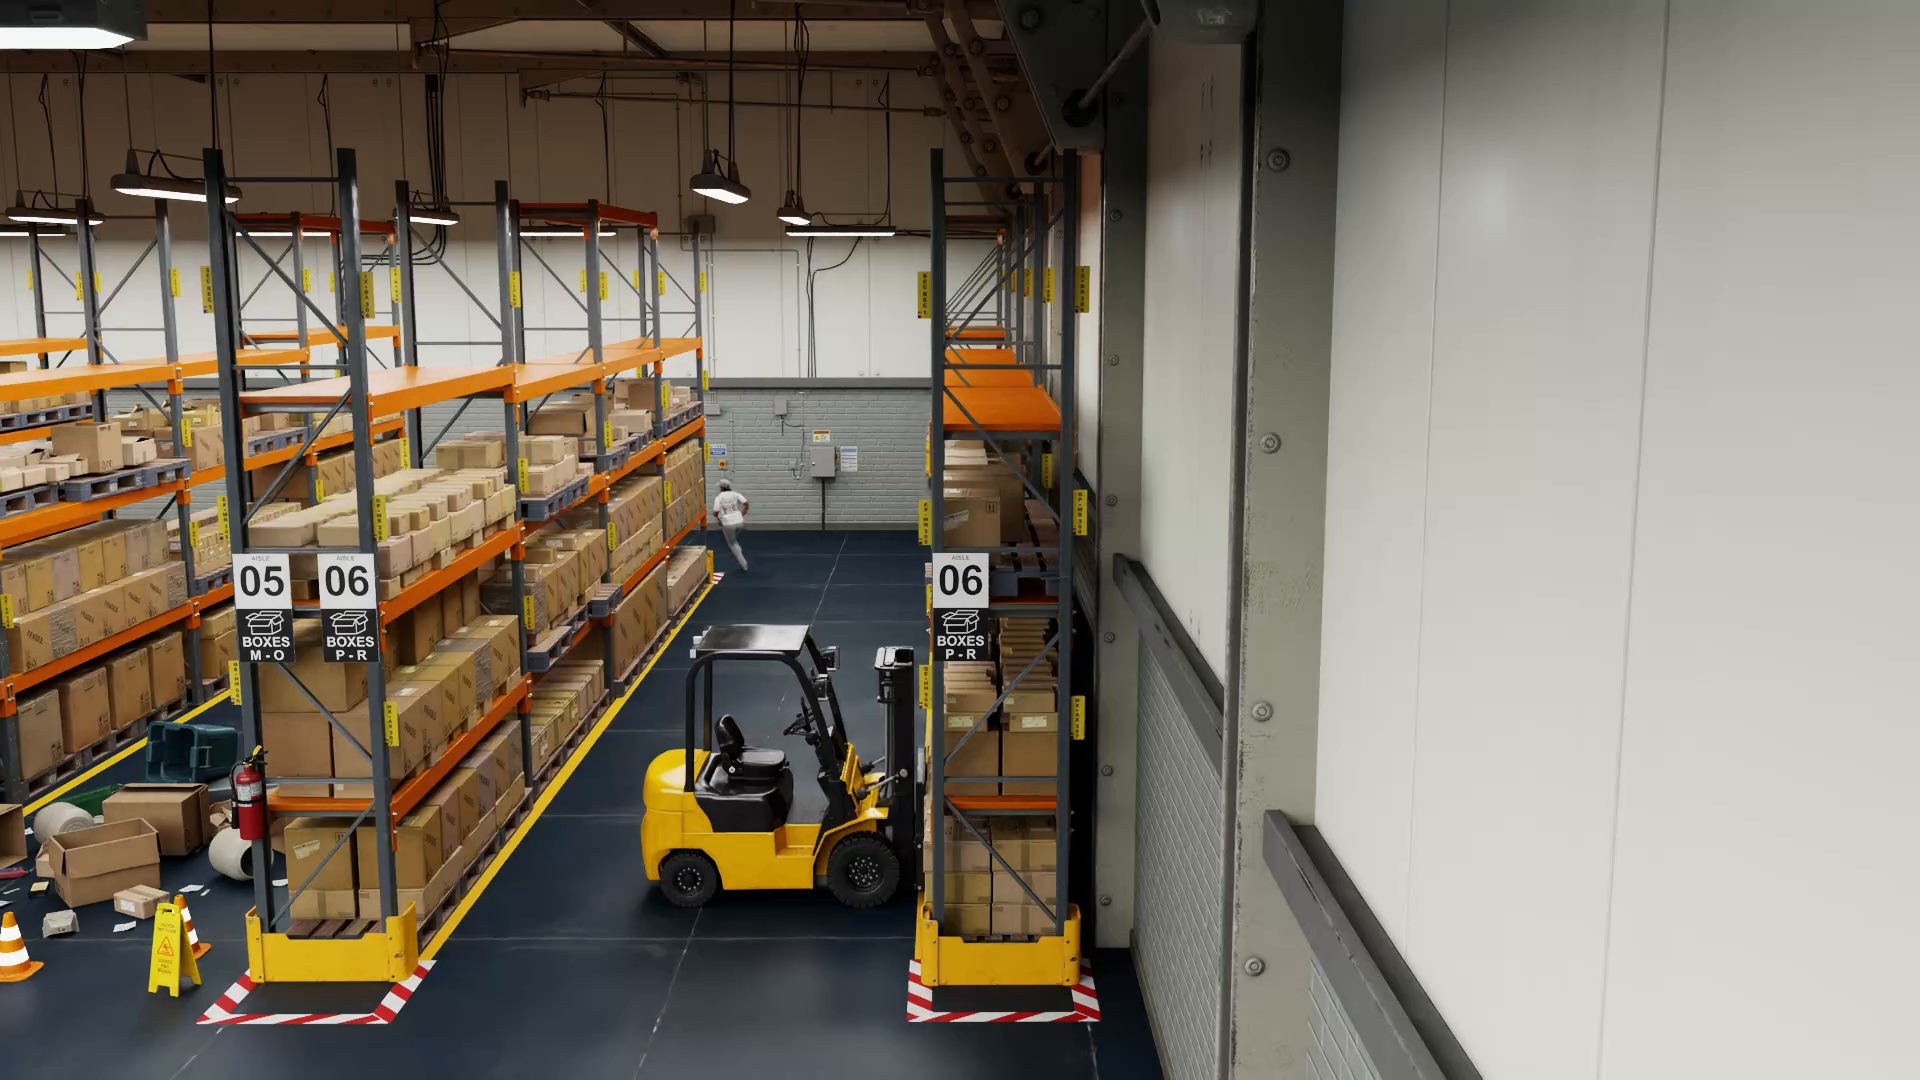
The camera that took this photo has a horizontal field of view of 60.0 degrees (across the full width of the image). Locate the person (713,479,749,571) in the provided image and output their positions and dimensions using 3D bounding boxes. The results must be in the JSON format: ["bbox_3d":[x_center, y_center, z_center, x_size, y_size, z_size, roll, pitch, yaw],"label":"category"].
[{"bbox_3d":[-3.989,-0.239,28.893,0.632,1.676,0.649,8,12,42],"label":"person"}]
